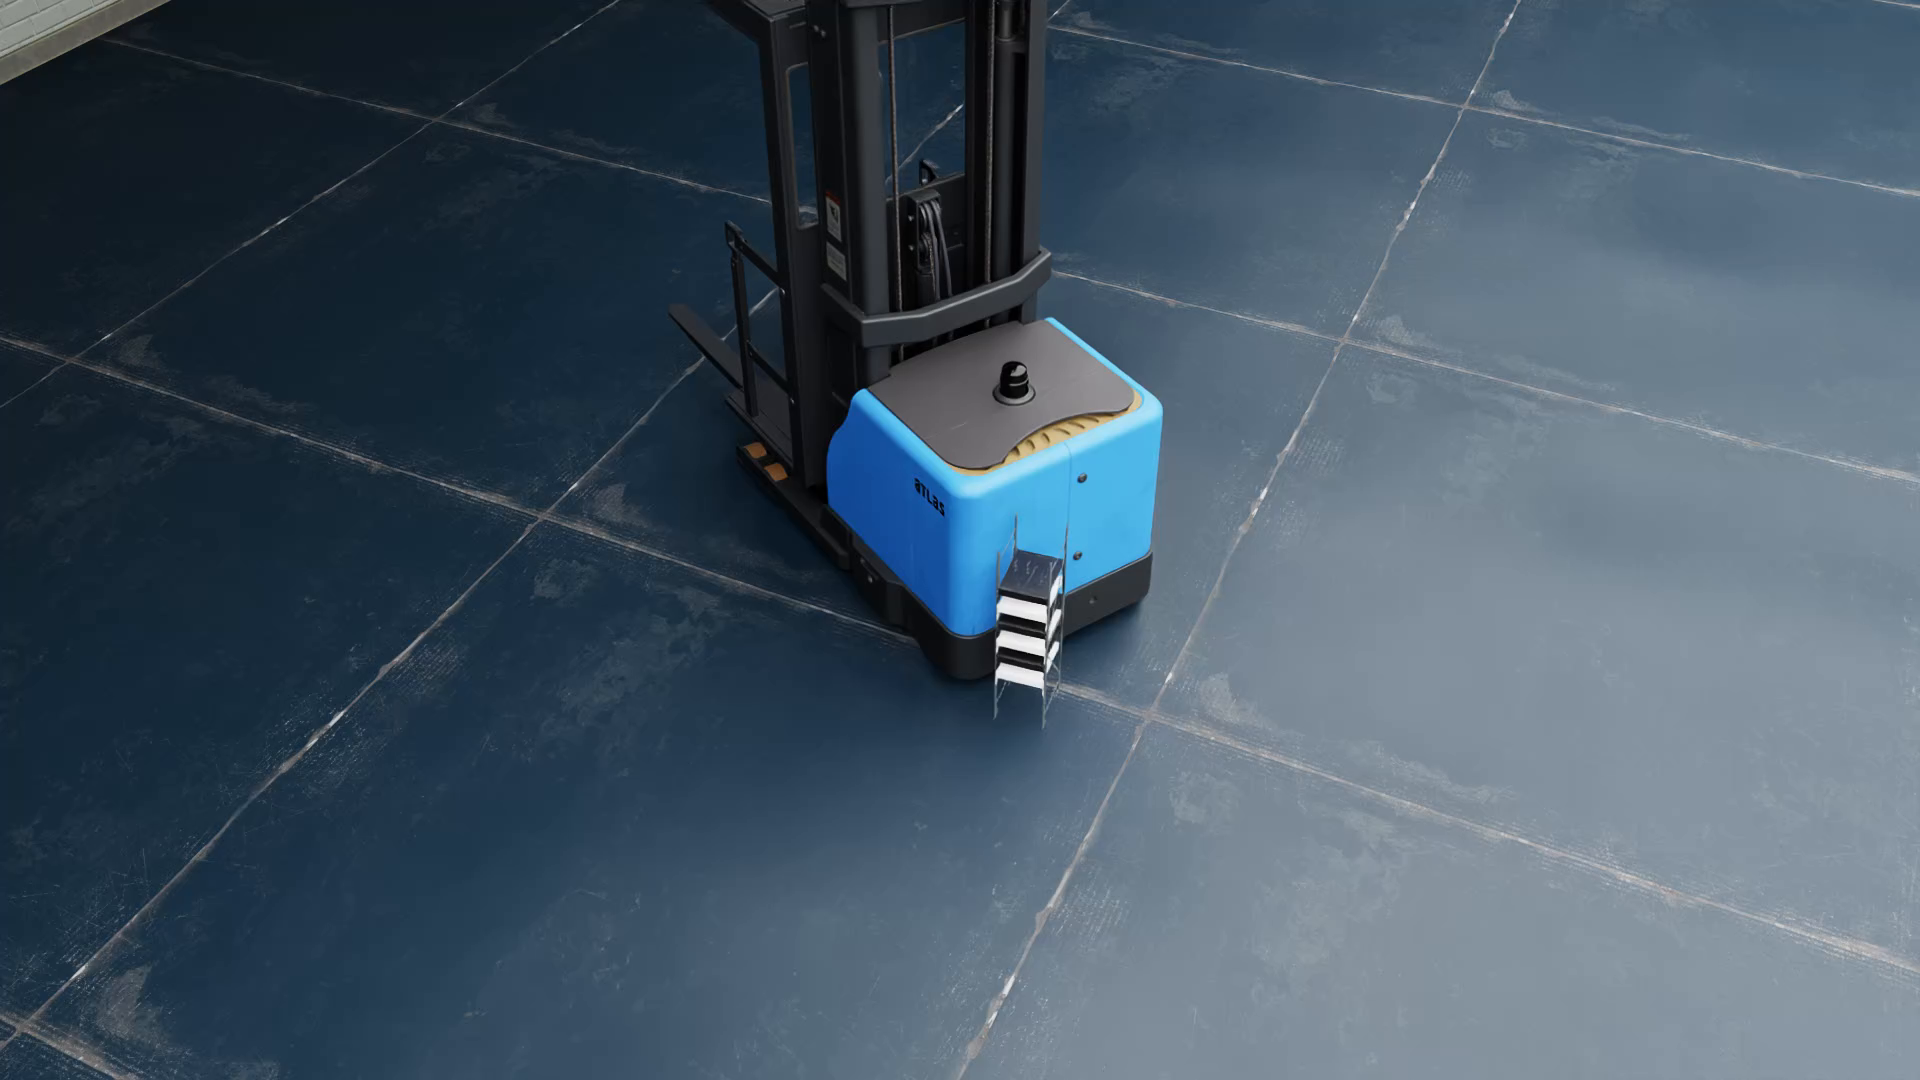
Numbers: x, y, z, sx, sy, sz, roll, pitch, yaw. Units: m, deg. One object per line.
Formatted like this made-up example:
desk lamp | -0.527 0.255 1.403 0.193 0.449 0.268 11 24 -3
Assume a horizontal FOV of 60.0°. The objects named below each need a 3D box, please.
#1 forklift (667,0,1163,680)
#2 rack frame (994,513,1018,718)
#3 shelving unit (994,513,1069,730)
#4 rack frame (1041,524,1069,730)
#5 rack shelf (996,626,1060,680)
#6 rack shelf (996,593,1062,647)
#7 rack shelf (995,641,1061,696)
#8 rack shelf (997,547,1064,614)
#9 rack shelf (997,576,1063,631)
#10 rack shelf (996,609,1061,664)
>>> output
forklift | -0.411 -1.463 7.084 1.130 2.935 3.031 -24 46 -25
rack frame | 0.180 0.312 6.587 0.006 0.900 0.240 13 43 14
shelving unit | 0.276 0.334 6.562 0.210 0.900 0.258 13 43 14
rack frame | 0.373 0.356 6.537 0.006 0.900 0.240 13 43 14
rack shelf | 0.276 0.427 6.642 0.200 0.077 0.258 13 43 14
rack shelf | 0.276 0.291 6.525 0.200 0.077 0.258 13 43 14
rack shelf | 0.276 0.495 6.701 0.200 0.077 0.258 13 43 14
rack shelf | 0.276 0.155 6.407 0.200 0.077 0.258 13 43 14
rack shelf | 0.276 0.223 6.466 0.200 0.077 0.258 13 43 14
rack shelf | 0.276 0.359 6.584 0.200 0.077 0.258 13 43 14
